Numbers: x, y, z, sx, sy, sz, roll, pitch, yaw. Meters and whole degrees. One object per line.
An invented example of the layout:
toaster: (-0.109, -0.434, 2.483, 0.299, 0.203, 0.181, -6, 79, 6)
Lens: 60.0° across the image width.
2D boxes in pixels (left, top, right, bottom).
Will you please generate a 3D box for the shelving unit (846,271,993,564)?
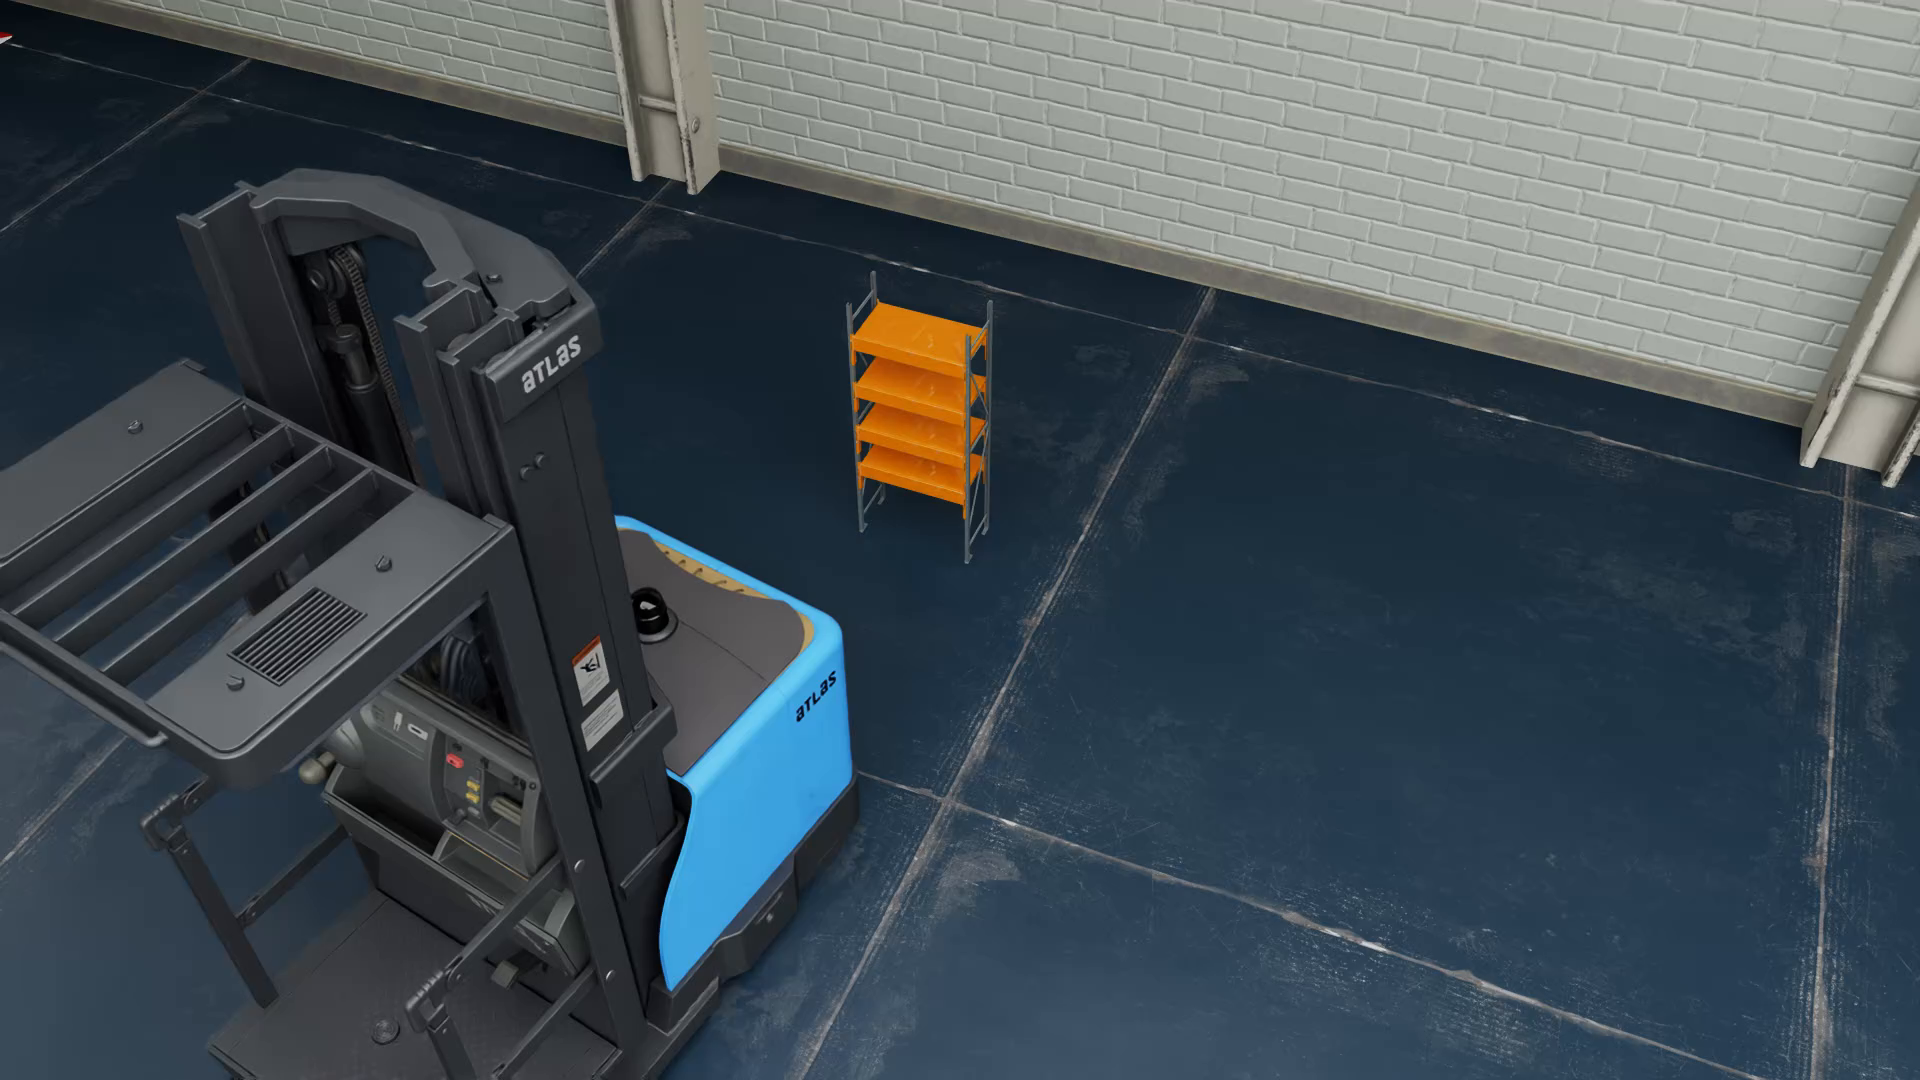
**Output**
shelving unit: (-0.153, -0.470, 6.711, 0.503, 1.200, 0.258, 16, 47, 16)

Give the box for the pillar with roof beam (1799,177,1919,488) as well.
pillar with roof beam: (2.334, -0.770, 1.482, 0.400, 9.000, 9.100, 16, 47, 16)

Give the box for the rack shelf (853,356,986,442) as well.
rack shelf: (-0.153, -0.581, 6.601, 0.480, 0.148, 0.258, 16, 47, 16)

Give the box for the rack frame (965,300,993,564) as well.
rack frame: (0.072, -0.404, 6.644, 0.015, 1.200, 0.240, 16, 47, 16)

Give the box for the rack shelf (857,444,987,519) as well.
rack shelf: (-0.153, -0.282, 6.898, 0.480, 0.148, 0.258, 16, 47, 16)

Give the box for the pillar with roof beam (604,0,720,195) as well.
pillar with roof beam: (-3.203, -2.399, 3.120, 0.400, 9.000, 9.100, 16, 47, 16)

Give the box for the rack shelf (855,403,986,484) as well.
rack shelf: (-0.153, -0.423, 6.758, 0.480, 0.148, 0.258, 16, 47, 16)

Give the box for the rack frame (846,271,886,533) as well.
rack frame: (-0.378, -0.537, 6.777, 0.015, 1.200, 0.240, 16, 47, 16)

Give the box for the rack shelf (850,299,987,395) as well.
rack shelf: (-0.153, -0.749, 6.434, 0.480, 0.148, 0.258, 16, 47, 16)

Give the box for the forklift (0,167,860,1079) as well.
forklift: (-1.583, 0.672, 4.335, 1.130, 2.935, 3.031, 25, 50, 23)
